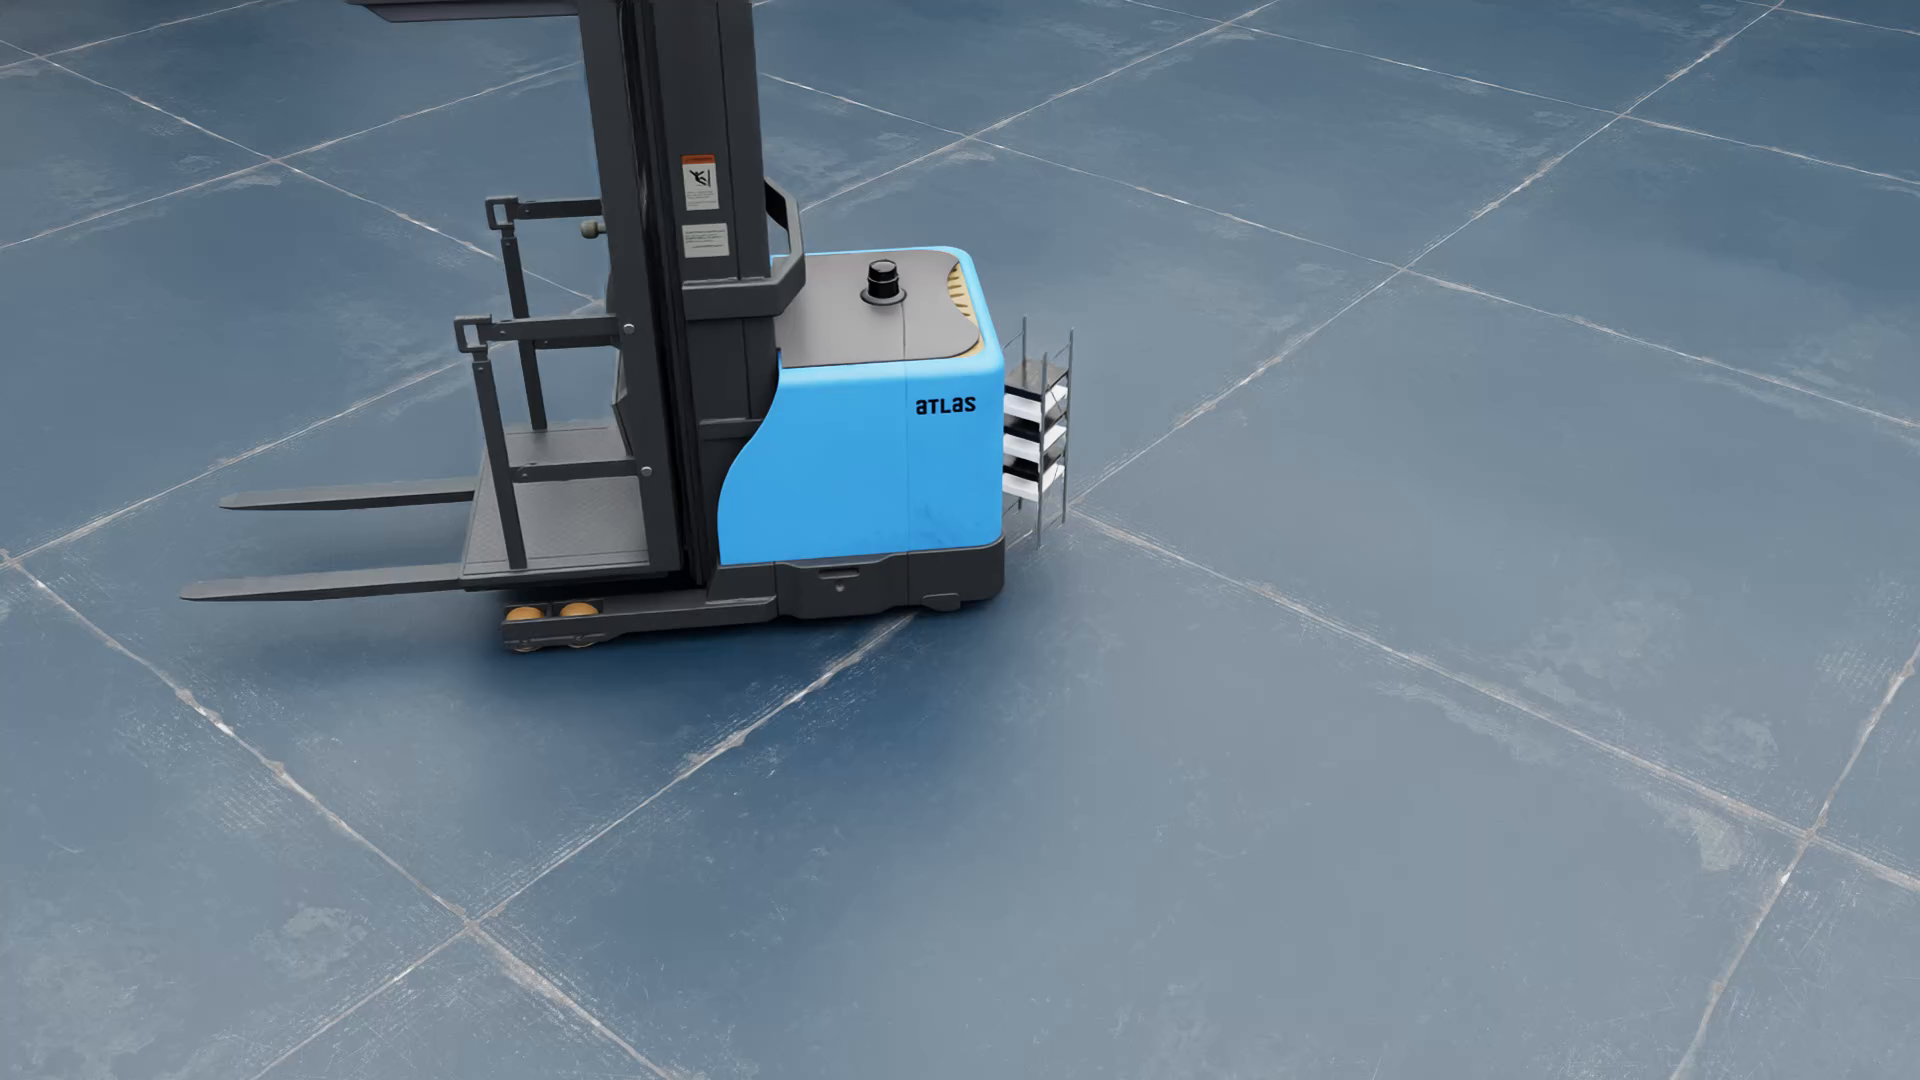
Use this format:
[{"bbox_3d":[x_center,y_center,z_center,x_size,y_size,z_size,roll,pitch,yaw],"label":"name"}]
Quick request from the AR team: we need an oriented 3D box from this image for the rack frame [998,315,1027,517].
[{"bbox_3d":[0.195,-0.440,6.596,0.006,0.900,0.240,18,38,24],"label":"rack frame"}]

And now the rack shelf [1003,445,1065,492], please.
[{"bbox_3d":[0.283,-0.310,6.624,0.200,0.077,0.258,18,38,24],"label":"rack shelf"}]

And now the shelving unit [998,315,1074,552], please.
[{"bbox_3d":[0.283,-0.411,6.554,0.210,0.900,0.258,18,38,24],"label":"shelving unit"}]

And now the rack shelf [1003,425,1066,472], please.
[{"bbox_3d":[0.283,-0.384,6.573,0.200,0.077,0.258,18,38,24],"label":"rack shelf"}]

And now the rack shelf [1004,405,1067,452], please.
[{"bbox_3d":[0.283,-0.458,6.522,0.200,0.077,0.258,18,38,24],"label":"rack shelf"}]

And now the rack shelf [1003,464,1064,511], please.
[{"bbox_3d":[0.283,-0.235,6.675,0.200,0.077,0.258,18,38,24],"label":"rack shelf"}]

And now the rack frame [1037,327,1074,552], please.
[{"bbox_3d":[0.371,-0.383,6.512,0.006,0.900,0.240,18,38,24],"label":"rack frame"}]

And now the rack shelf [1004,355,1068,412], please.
[{"bbox_3d":[0.283,-0.606,6.420,0.200,0.077,0.258,18,38,24],"label":"rack shelf"}]

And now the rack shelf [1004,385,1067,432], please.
[{"bbox_3d":[0.283,-0.532,6.471,0.200,0.077,0.258,18,38,24],"label":"rack shelf"}]

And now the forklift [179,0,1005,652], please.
[{"bbox_3d":[-1.387,-1.114,5.782,3.031,2.935,1.130,-4,35,-6],"label":"forklift"}]
